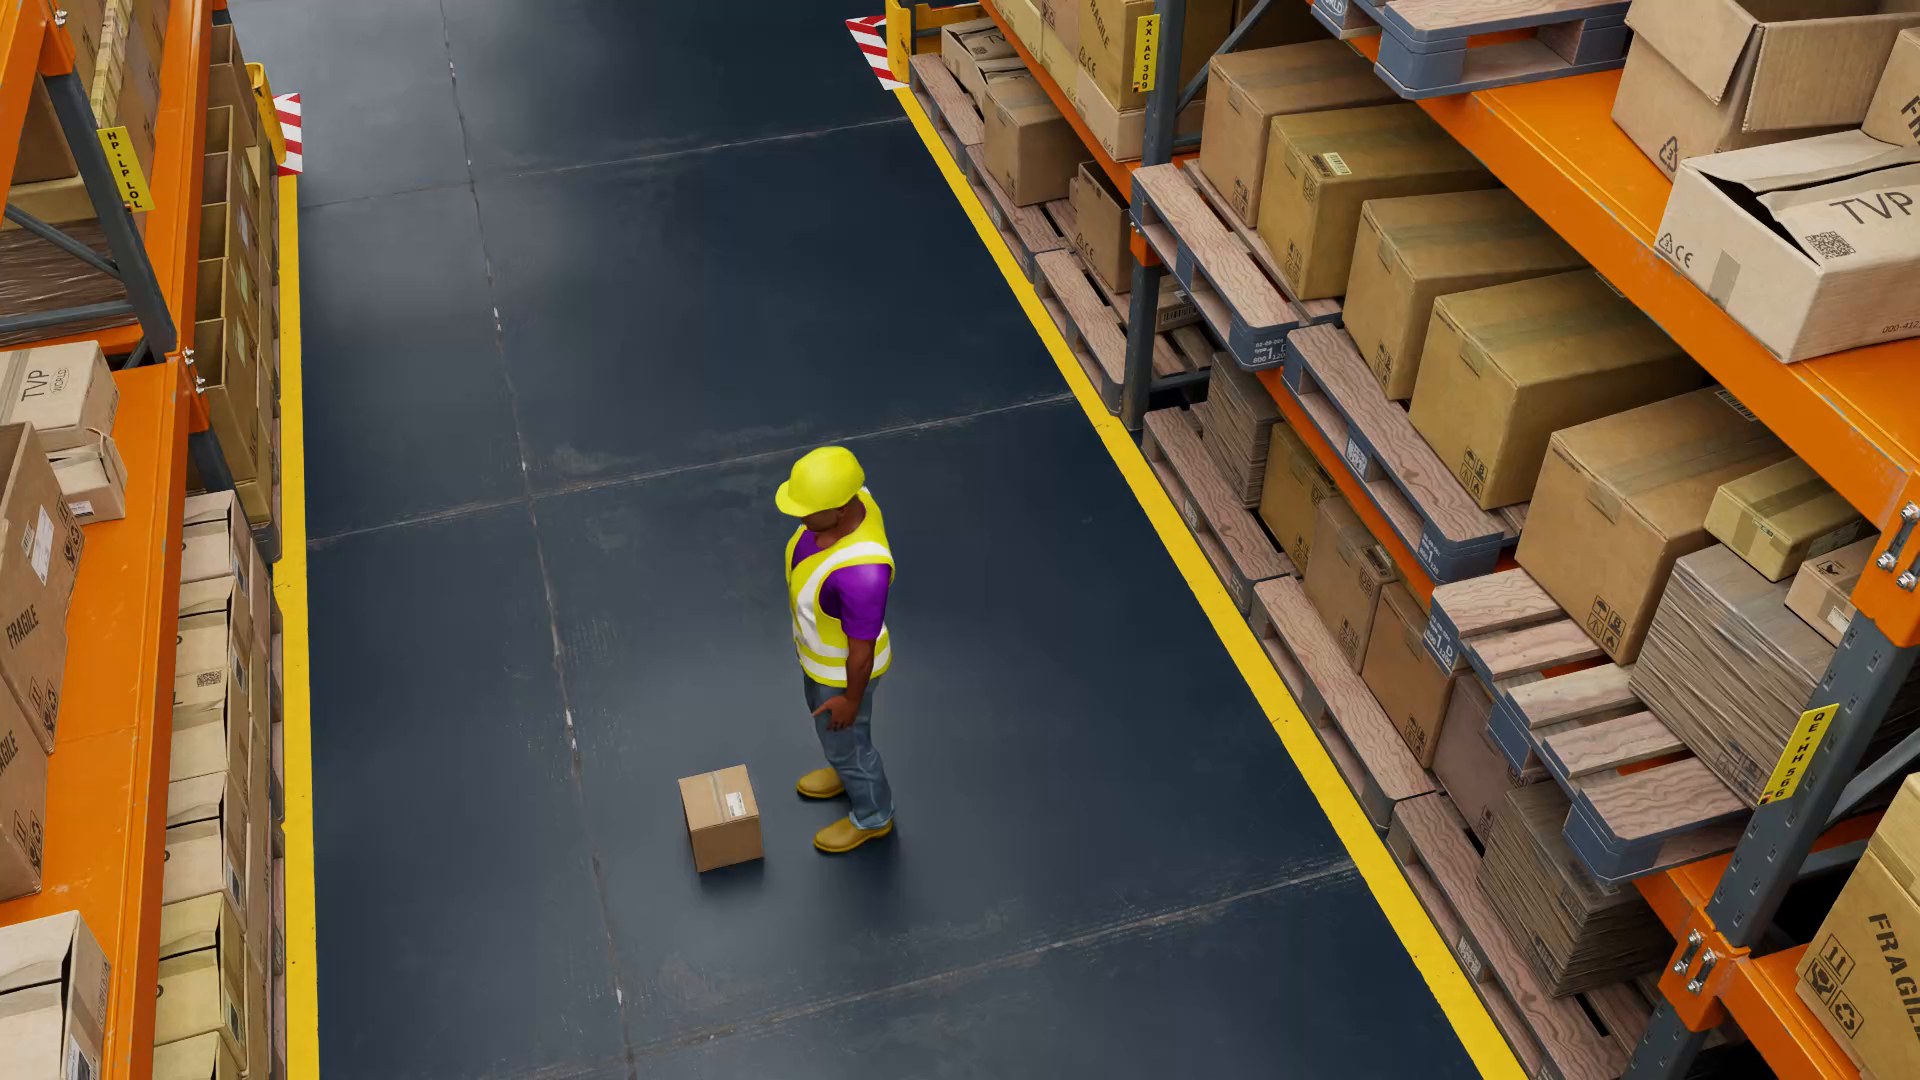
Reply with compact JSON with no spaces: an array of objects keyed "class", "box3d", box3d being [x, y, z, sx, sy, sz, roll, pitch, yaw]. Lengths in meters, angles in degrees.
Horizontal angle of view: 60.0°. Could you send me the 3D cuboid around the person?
[{"class":"person","box3d":[-0.409,0.379,5.724,0.364,1.763,0.567,-11,43,-12]}]
